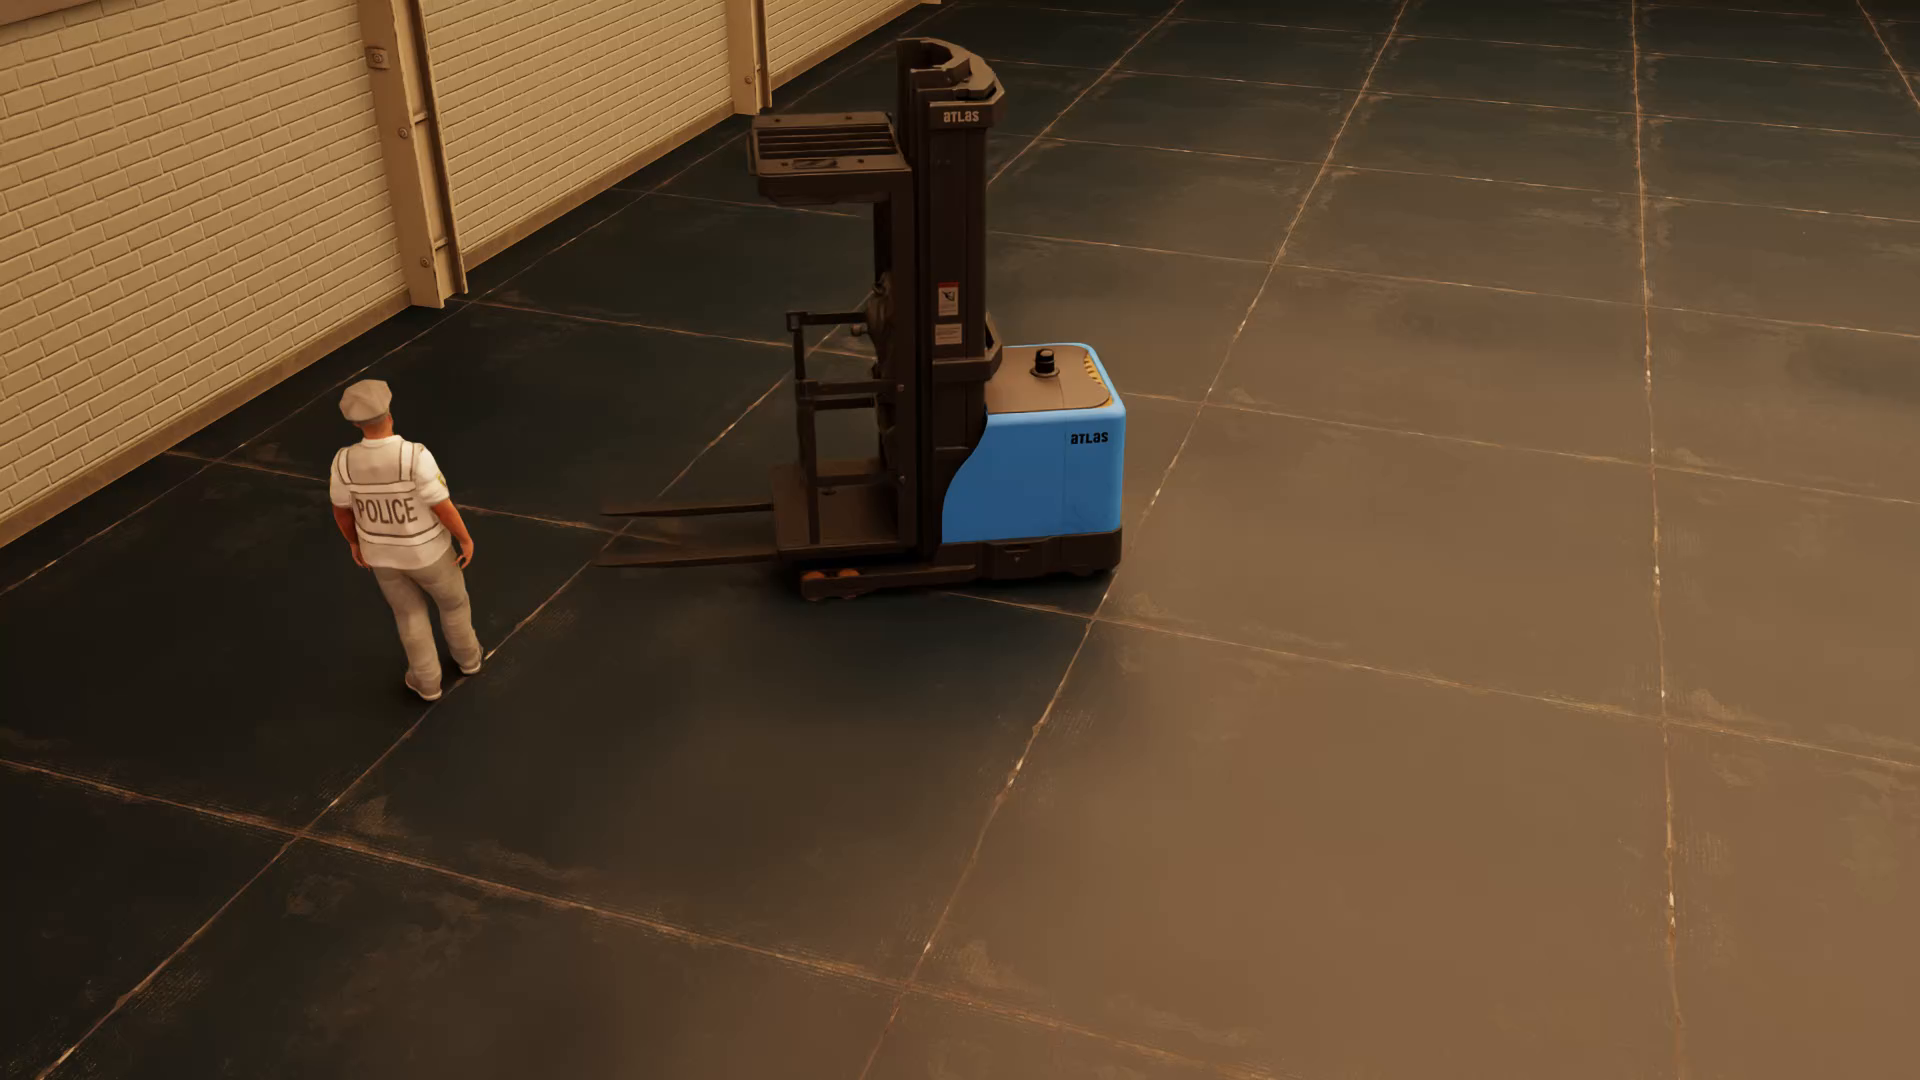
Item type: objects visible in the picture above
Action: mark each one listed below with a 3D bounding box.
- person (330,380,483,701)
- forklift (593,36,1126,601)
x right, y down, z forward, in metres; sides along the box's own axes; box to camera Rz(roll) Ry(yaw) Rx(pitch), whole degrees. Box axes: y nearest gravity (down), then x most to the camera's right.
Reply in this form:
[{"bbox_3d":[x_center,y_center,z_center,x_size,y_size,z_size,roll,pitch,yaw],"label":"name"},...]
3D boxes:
[{"bbox_3d":[-2.740,-0.036,8.366,0.627,1.778,0.657,1,30,2],"label":"person"},{"bbox_3d":[-0.621,-1.204,9.249,3.031,2.935,1.130,-4,30,-7],"label":"forklift"}]
